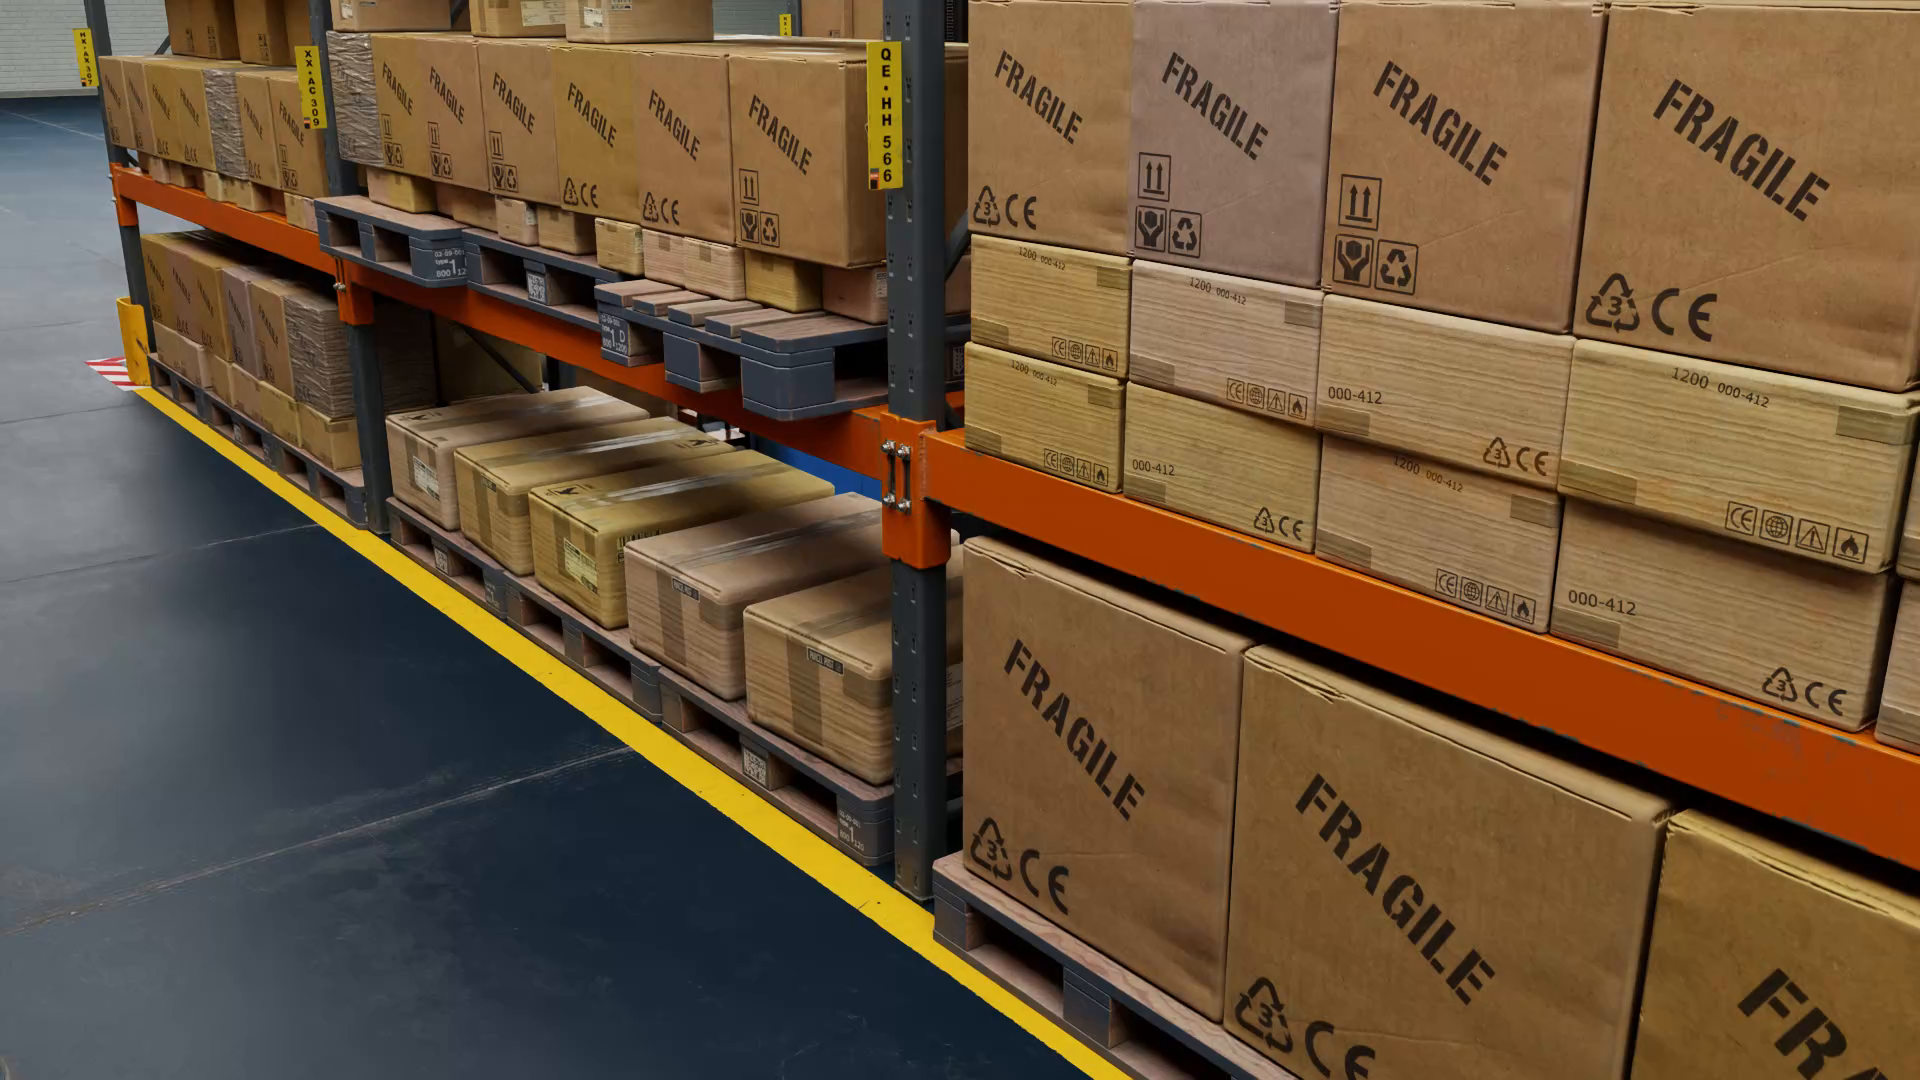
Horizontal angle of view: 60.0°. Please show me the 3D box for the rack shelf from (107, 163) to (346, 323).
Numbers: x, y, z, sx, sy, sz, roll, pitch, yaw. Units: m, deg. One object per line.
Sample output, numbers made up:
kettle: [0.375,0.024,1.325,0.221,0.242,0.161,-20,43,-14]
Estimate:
rack shelf: [-3.474,-1.700,8.870,1.077,0.370,4.000,-14,23,-36]

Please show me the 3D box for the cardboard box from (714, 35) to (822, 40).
cardboard box: [-0.815,-1.489,5.786,0.500,0.500,0.500,-15,24,-38]

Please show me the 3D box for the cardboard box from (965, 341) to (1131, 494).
cardboard box: [0.358,-0.322,3.803,0.500,0.250,0.500,-14,23,-37]

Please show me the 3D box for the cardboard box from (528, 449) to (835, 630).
cardboard box: [-1.022,-0.025,6.177,0.950,0.372,0.625,-13,22,-34]

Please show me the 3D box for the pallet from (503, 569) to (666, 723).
pallet: [-0.986,0.267,6.220,1.003,0.211,1.213,-14,23,-36]

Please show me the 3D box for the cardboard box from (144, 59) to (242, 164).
cardboard box: [-3.998,-2.300,8.905,0.500,0.500,0.500,-15,23,-37]

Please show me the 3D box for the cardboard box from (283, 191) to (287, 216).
cardboard box: [-2.932,-1.589,7.789,0.380,0.149,0.250,-14,23,-36]

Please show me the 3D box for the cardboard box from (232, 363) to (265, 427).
cardboard box: [-3.461,-0.792,8.688,0.500,0.250,0.500,-14,23,-35]

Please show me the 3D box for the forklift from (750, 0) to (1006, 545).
forklift: [0.606,-1.436,7.036,3.031,2.935,1.130,-4,19,-12]

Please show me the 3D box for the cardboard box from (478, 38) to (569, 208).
cardboard box: [-1.231,-1.393,5.498,0.500,0.500,0.500,-15,24,-38]

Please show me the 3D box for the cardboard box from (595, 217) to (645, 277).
cardboard box: [-0.883,-0.912,5.077,0.380,0.149,0.250,-13,23,-35]

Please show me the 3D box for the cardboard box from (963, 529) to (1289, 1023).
cardboard box: [0.615,0.432,3.997,0.875,0.875,0.875,-14,23,-37]

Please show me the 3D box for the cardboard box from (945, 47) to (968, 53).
cardboard box: [0.153,-1.107,4.635,0.500,0.500,0.500,-15,23,-38]

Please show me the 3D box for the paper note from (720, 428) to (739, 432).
paper note: [-1.224,-0.603,9.135,0.148,0.019,0.142,-14,23,-36]

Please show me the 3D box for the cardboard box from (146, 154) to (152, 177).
cardboard box: [-4.398,-2.151,9.485,0.380,0.149,0.250,-15,23,-38]

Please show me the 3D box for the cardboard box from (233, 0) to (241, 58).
cardboard box: [-3.522,-2.883,9.074,0.700,0.500,0.500,-14,23,-37]

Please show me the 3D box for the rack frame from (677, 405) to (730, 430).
rack frame: [-1.111,-0.581,7.190,0.240,1.200,0.006,-13,21,-33]

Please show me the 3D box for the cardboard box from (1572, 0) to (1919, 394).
cardboard box: [1.301,-0.540,2.473,0.500,0.500,0.500,-14,23,-35]

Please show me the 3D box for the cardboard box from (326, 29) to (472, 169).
cardboard box: [-2.166,-1.766,6.622,0.500,0.500,0.500,-13,23,-35]

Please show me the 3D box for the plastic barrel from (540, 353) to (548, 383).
plastic barrel: [-2.247,-1.098,10.005,0.512,0.421,0.421,1,18,2]

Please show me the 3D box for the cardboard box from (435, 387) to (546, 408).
cardboard box: [-2.387,-0.641,8.233,0.500,0.250,0.500,-15,24,-39]

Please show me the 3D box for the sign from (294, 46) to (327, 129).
sign: [-2.653,-1.852,6.807,0.100,0.325,0.005,-14,23,-36]

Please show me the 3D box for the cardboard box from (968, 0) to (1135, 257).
cardboard box: [0.366,-0.916,3.608,0.500,0.500,0.500,-15,23,-38]

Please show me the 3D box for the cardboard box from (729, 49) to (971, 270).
cardboard box: [-0.249,-1.009,4.338,0.500,0.500,0.500,-15,23,-38]

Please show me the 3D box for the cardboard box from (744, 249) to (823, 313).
cardboard box: [-0.360,-0.730,4.527,0.380,0.149,0.250,-14,23,-35]

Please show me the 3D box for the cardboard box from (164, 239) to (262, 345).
cardboard box: [-4.088,-1.398,9.326,0.500,0.500,0.500,-15,24,-38]

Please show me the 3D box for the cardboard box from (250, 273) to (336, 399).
cardboard box: [-3.127,-1.017,8.176,0.500,0.500,0.500,-13,23,-35]

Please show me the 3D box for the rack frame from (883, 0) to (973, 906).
rack frame: [0.251,-0.563,4.292,1.000,3.000,0.127,-14,23,-36]

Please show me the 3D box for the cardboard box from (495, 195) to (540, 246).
cardboard box: [-1.349,-1.105,5.658,0.380,0.149,0.250,-13,22,-34]

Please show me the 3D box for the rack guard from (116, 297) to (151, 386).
rack guard: [-4.669,-1.329,10.582,1.175,0.500,0.348,-14,23,-36]

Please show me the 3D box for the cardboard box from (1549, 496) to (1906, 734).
cardboard box: [1.321,0.052,2.672,0.500,0.250,0.500,-14,23,-36]

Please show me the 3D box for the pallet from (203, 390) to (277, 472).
pallet: [-3.439,-0.685,9.094,1.003,0.211,1.213,-14,23,-36]

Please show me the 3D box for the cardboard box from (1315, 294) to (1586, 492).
cardboard box: [0.992,-0.304,2.951,0.500,0.250,0.500,-14,23,-36]

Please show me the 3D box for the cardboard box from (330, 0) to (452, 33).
cardboard box: [-2.217,-2.060,6.480,0.380,0.149,0.250,-14,23,-36]

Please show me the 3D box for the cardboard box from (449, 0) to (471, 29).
cardboard box: [-2.335,-2.363,7.504,0.700,0.500,0.500,-14,23,-37]

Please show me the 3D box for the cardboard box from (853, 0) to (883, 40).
cardboard box: [-0.284,-3.893,12.391,0.875,0.550,0.550,-14,23,-36]

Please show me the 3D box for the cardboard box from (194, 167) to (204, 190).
cardboard box: [-3.878,-1.968,8.935,0.380,0.149,0.250,-13,22,-34]

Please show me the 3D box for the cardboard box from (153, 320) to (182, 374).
cardboard box: [-4.432,-1.176,9.848,0.500,0.250,0.500,-14,23,-37]

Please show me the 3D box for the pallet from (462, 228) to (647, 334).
pallet: [-1.010,-0.952,5.771,1.003,0.211,1.213,-14,23,-36]

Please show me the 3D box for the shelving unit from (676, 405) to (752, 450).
shelving unit: [-1.058,-0.559,7.119,0.258,1.200,0.189,-13,21,-33]

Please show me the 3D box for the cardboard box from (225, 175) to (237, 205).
cardboard box: [-3.440,-1.768,8.330,0.380,0.149,0.250,-14,23,-37]

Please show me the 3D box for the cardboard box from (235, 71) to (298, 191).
cardboard box: [-3.028,-1.924,7.769,0.500,0.500,0.500,-13,22,-34]

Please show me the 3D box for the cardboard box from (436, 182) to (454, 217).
cardboard box: [-1.753,-1.313,6.288,0.380,0.149,0.250,-12,22,-33]
